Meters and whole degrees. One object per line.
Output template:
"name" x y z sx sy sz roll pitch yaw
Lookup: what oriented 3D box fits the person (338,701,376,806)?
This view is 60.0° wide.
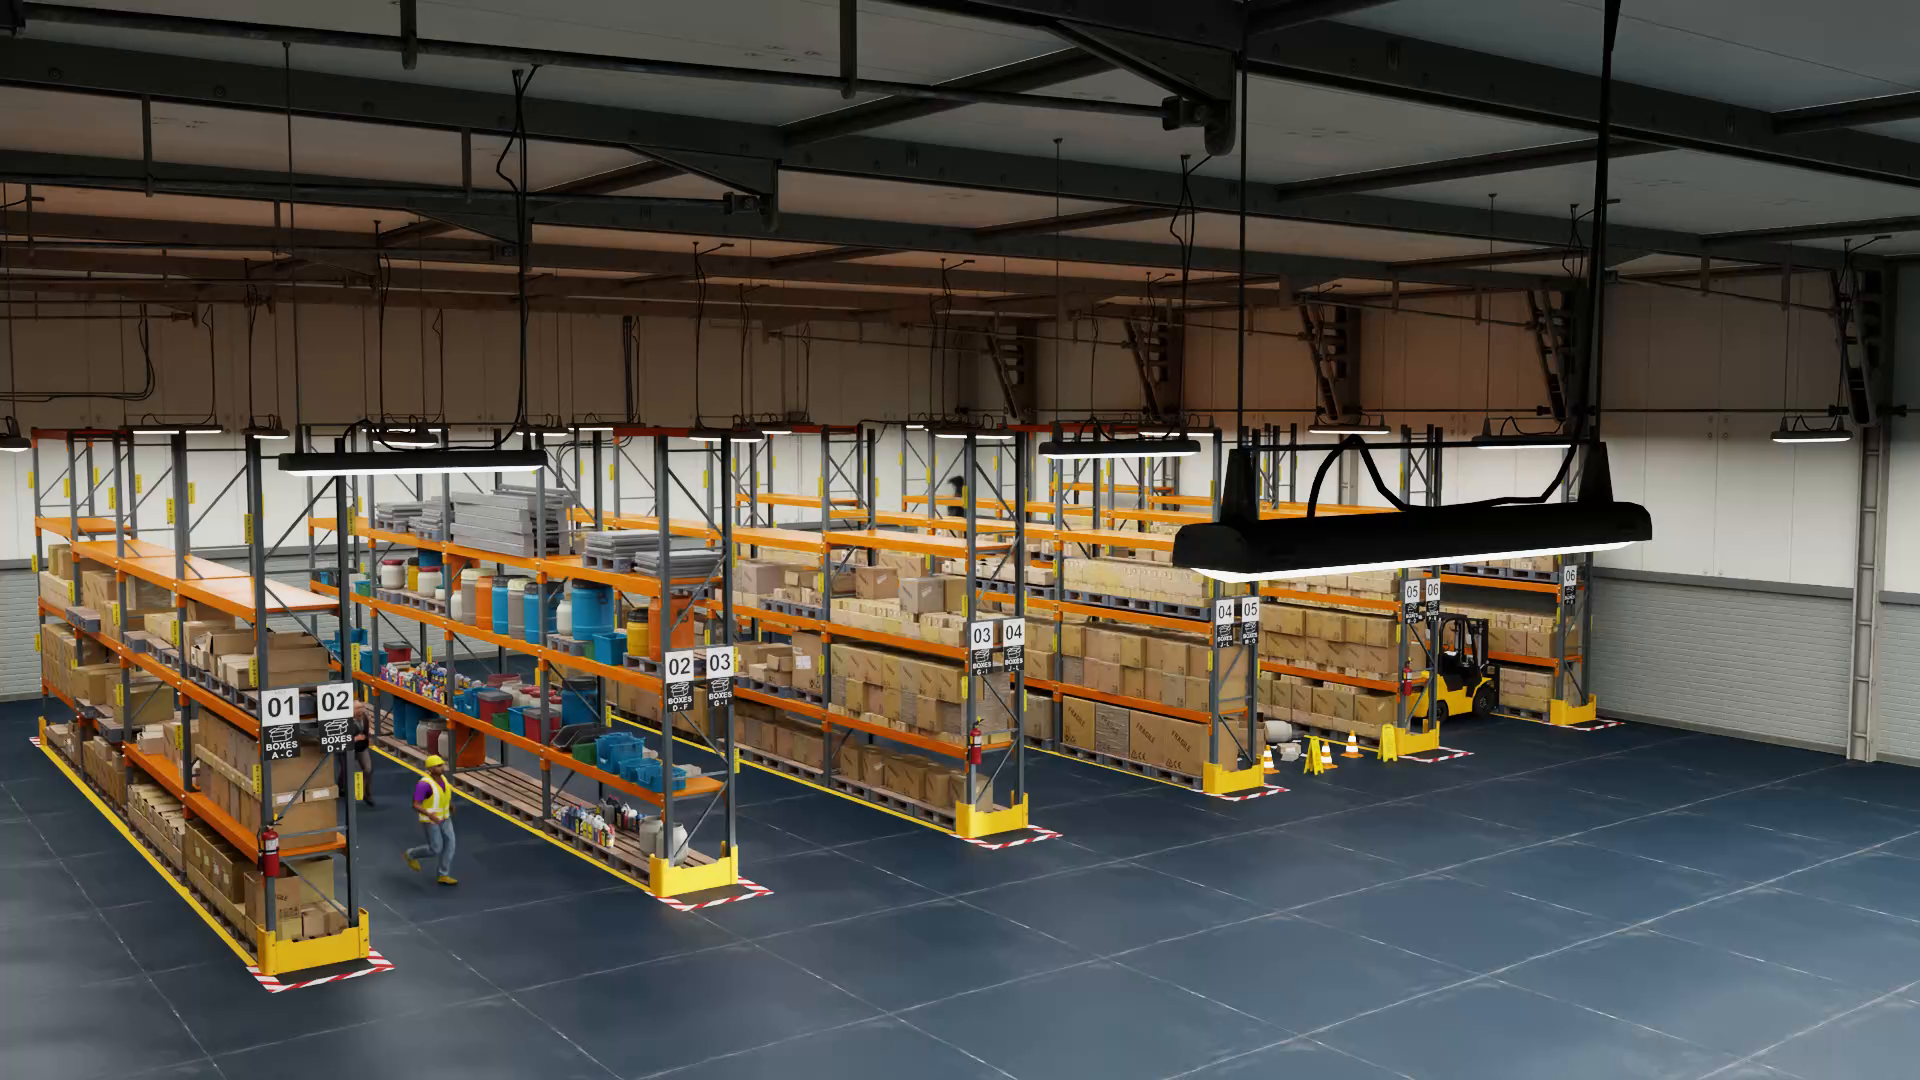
"person" -9.716 3.400 26.691 0.651 1.692 0.977 -4 6 -44

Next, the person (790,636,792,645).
"person" -4.118 2.198 41.863 0.763 1.683 0.625 -1 5 -15

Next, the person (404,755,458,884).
"person" -7.052 3.731 22.254 0.742 1.730 0.706 2 5 22
